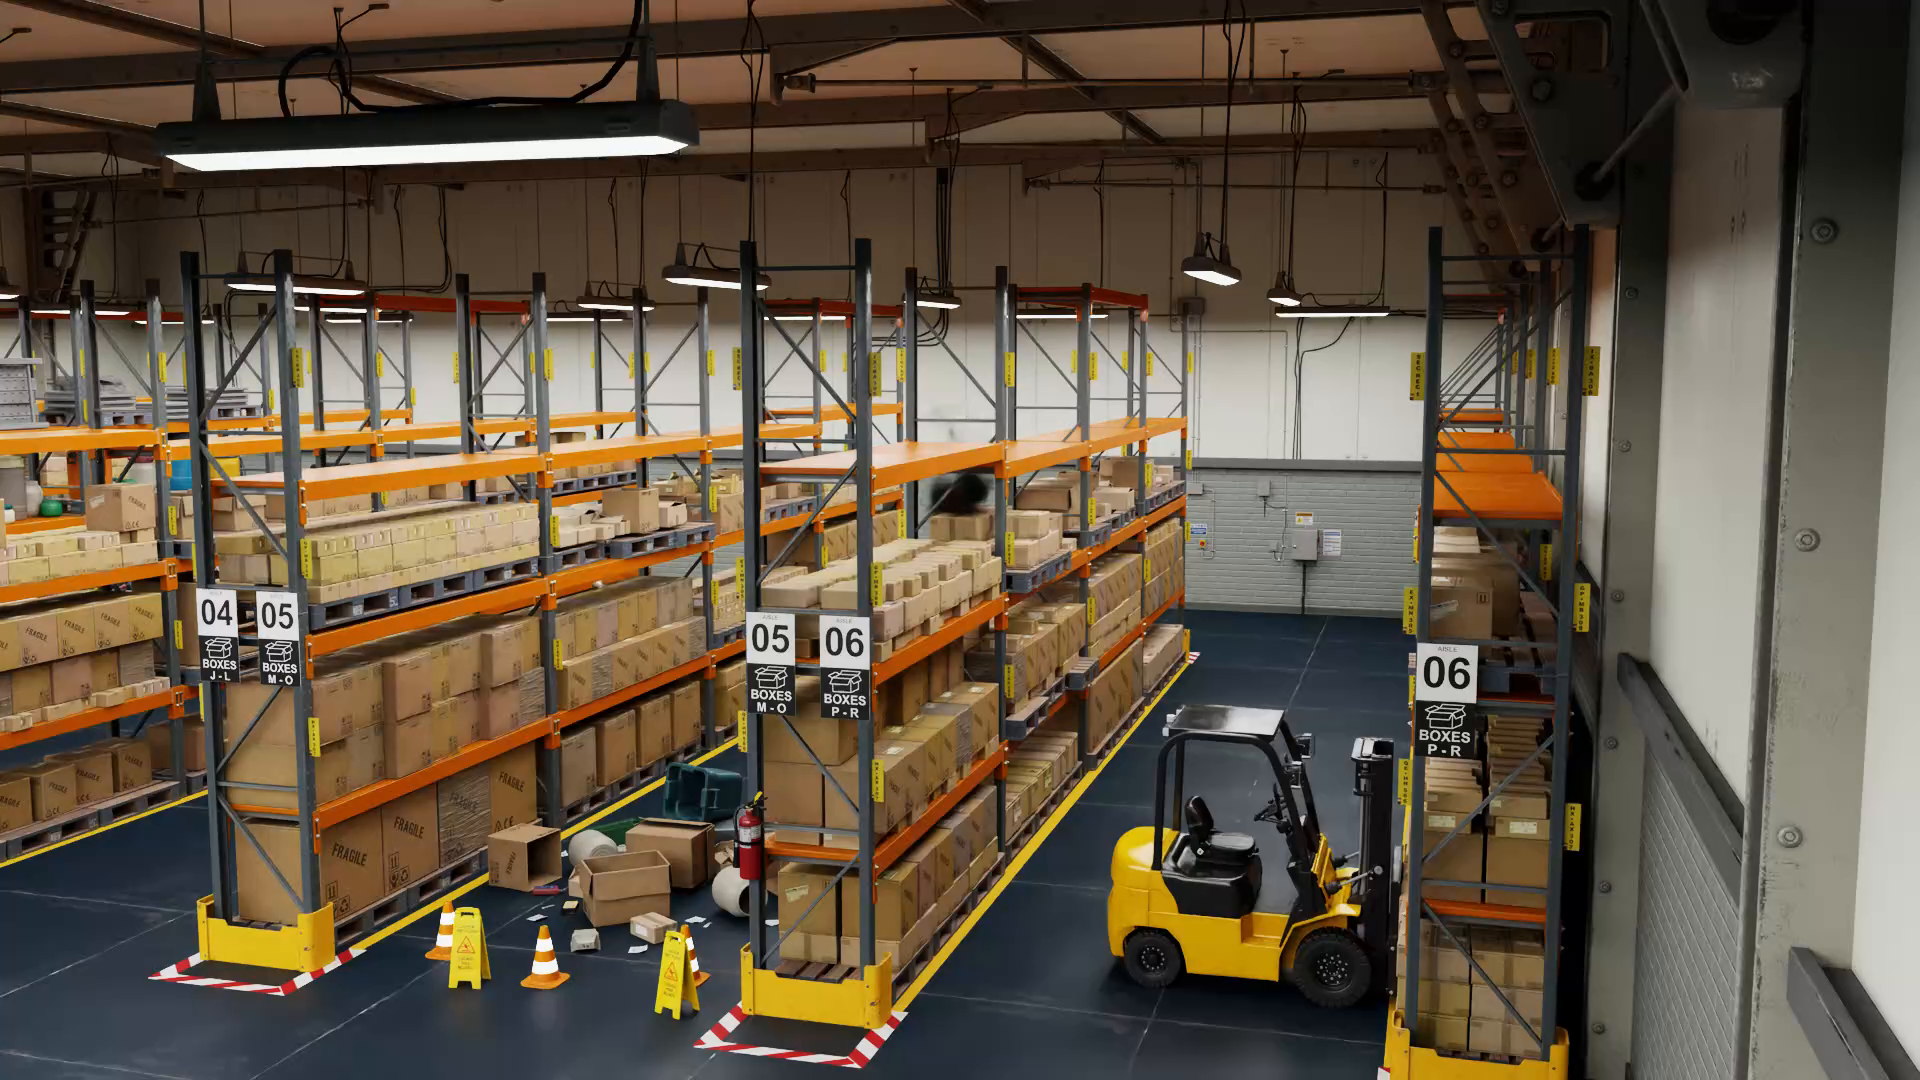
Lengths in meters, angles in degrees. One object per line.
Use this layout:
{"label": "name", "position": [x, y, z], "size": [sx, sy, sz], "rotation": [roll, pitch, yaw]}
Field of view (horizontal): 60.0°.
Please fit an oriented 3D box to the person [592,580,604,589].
{"label": "person", "position": [-5.669, 1.447, 26.032], "size": [0.598, 1.621, 0.521], "rotation": [1, 6, 8]}
